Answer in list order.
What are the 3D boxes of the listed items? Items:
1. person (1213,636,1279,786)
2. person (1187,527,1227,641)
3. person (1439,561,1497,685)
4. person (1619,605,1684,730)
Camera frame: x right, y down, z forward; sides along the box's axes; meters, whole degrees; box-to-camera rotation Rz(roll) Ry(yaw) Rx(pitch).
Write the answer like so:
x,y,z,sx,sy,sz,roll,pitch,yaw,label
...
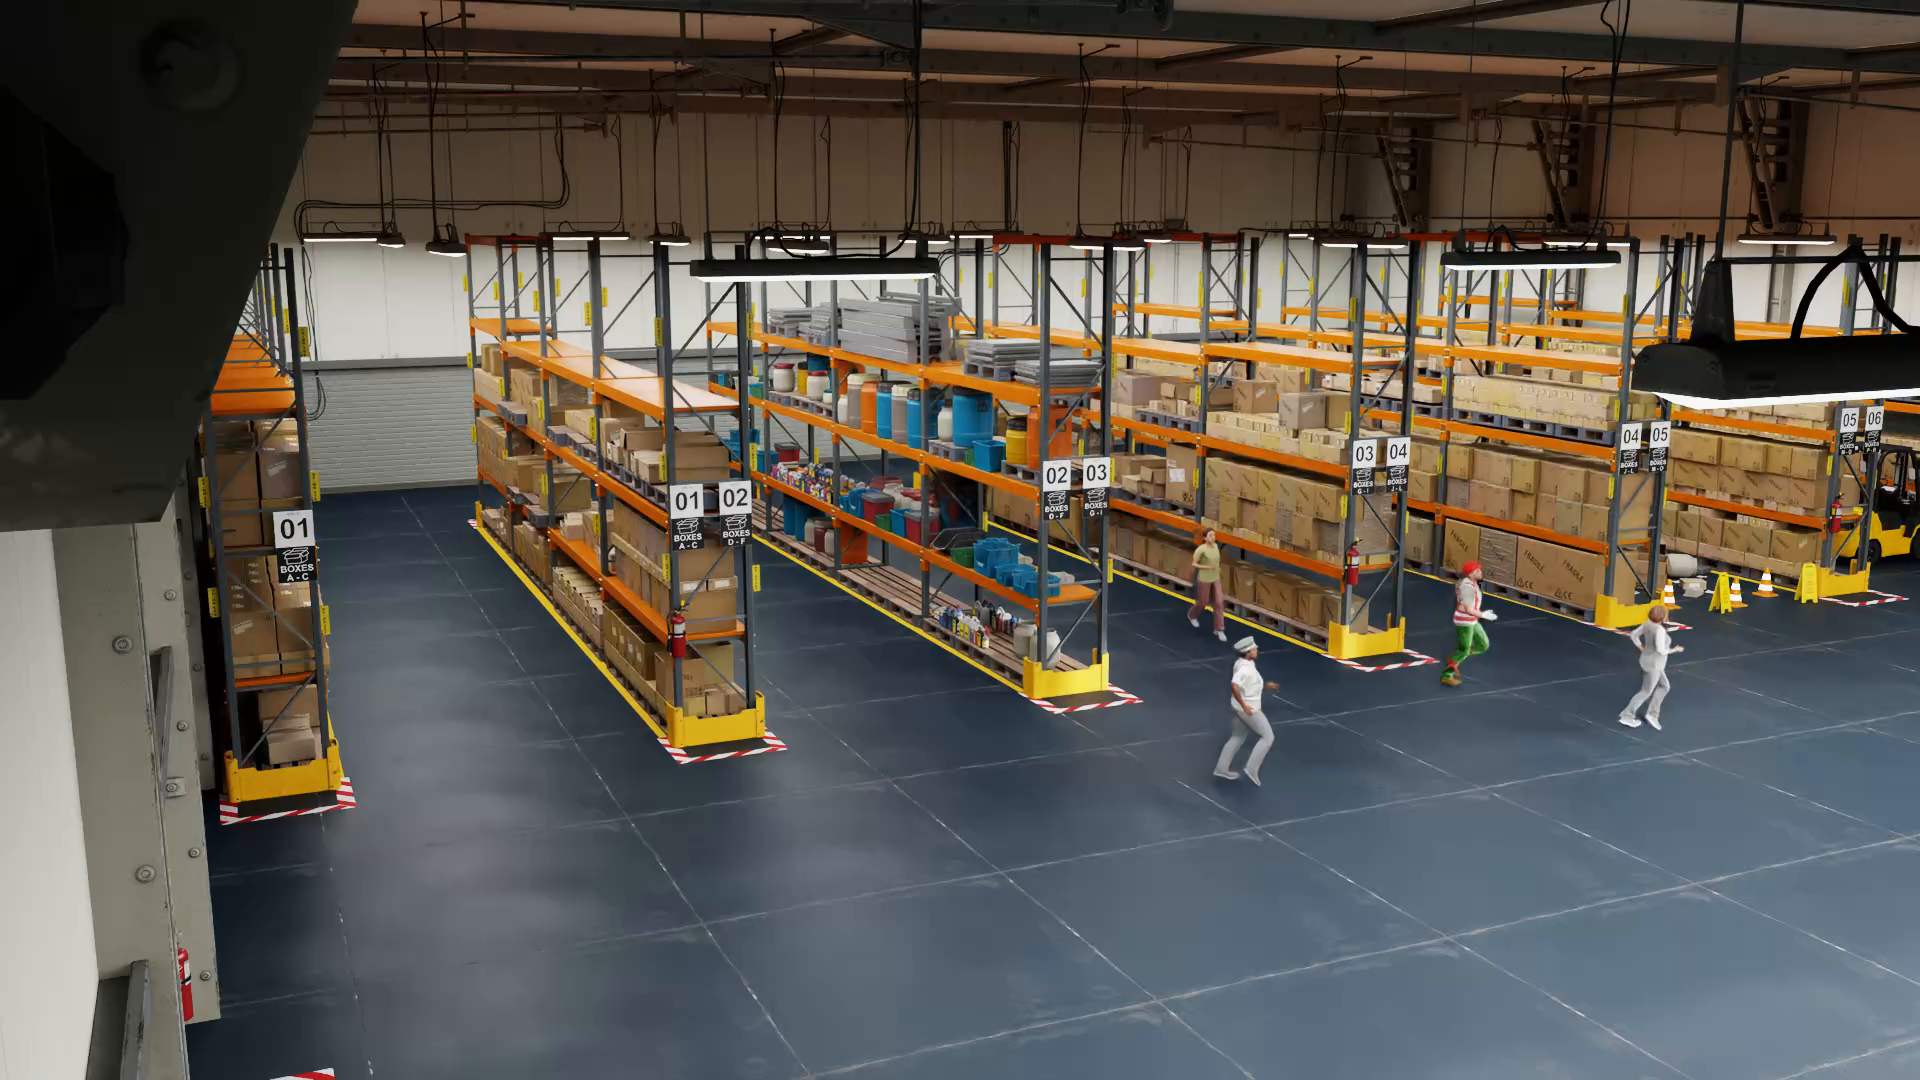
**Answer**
x,y,z,sx,sy,sz,roll,pitch,yaw,label
3.247,1.934,18.747,0.705,1.734,0.542,-2,11,-8,person
3.783,0.635,25.408,0.576,1.684,0.956,-5,12,-24,person
6.973,1.126,22.731,0.706,1.735,0.692,5,12,24,person
8.613,1.604,20.691,0.702,1.634,0.513,1,11,6,person
